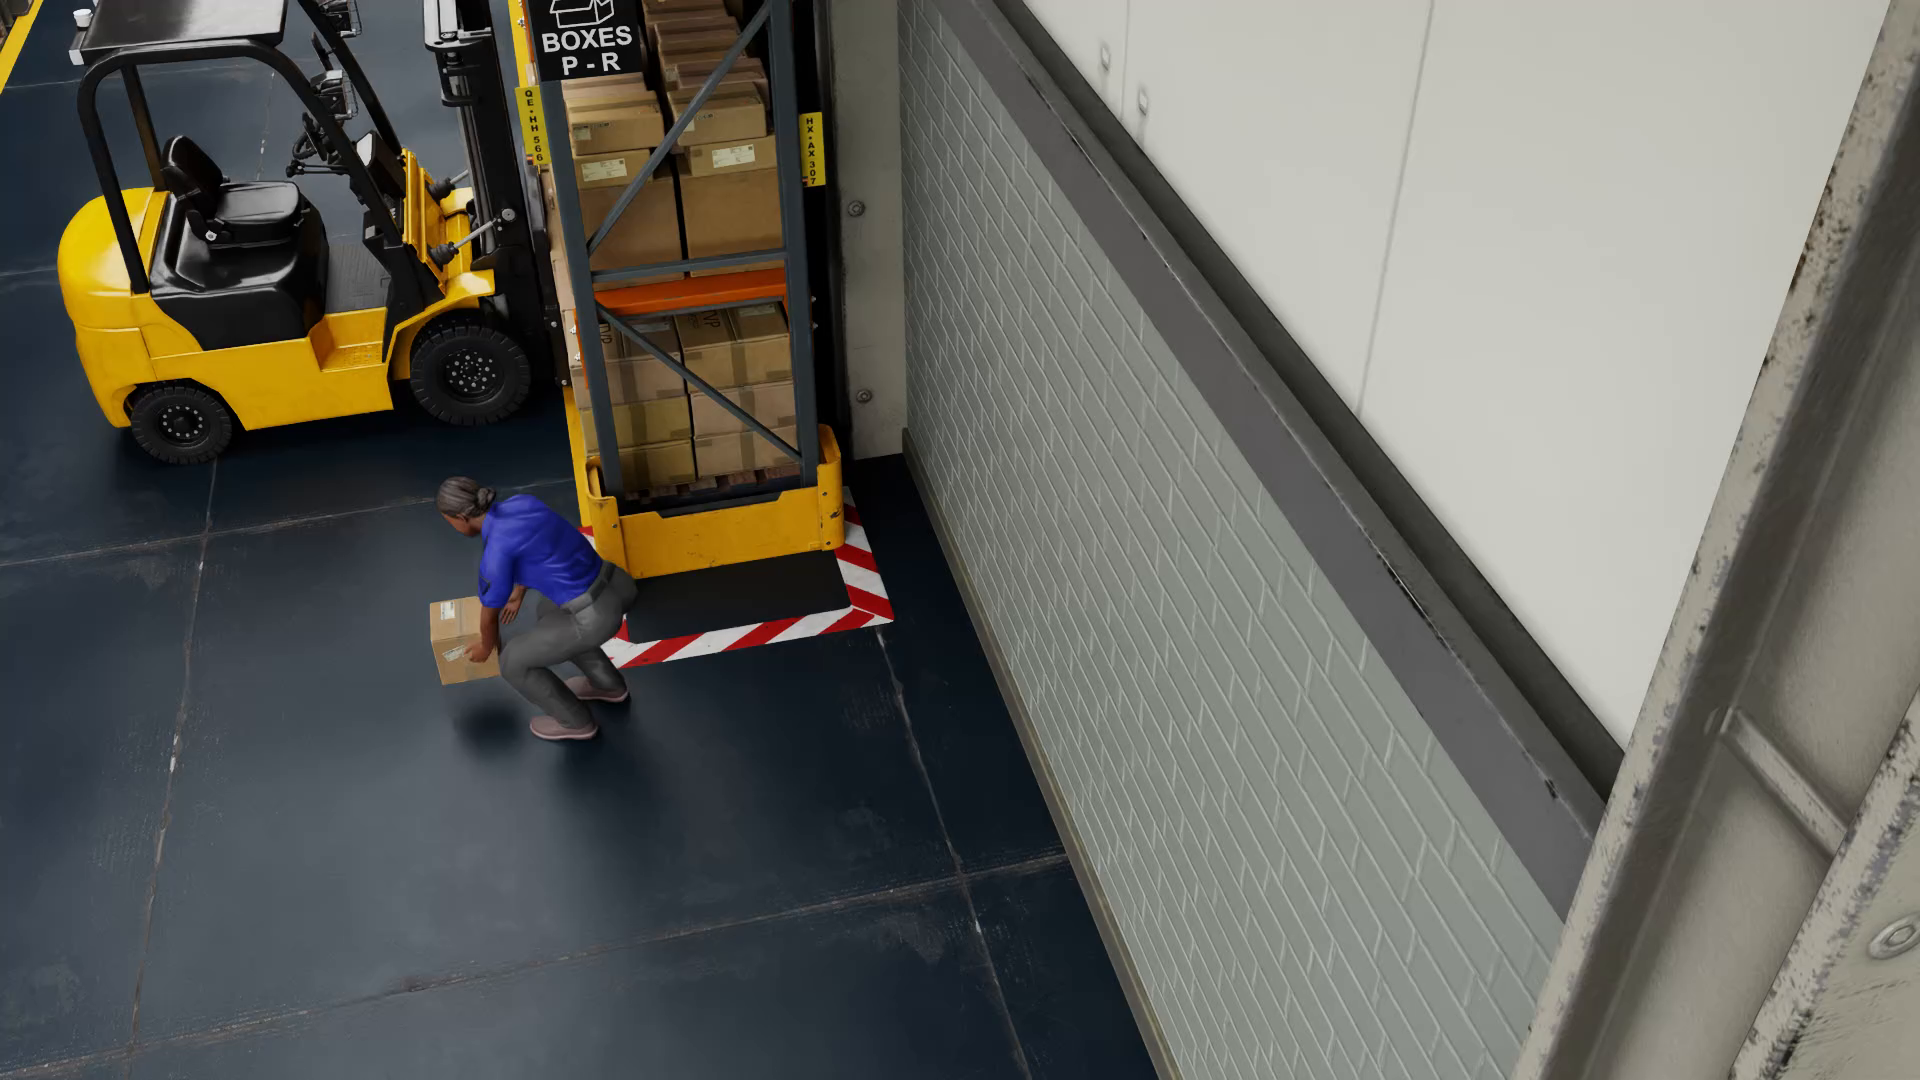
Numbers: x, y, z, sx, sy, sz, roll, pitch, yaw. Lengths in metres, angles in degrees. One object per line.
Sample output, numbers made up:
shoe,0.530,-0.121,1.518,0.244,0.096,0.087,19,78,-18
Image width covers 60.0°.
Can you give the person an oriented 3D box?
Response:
person,-1.675,0.280,6.720,0.706,1.223,0.501,8,39,10
